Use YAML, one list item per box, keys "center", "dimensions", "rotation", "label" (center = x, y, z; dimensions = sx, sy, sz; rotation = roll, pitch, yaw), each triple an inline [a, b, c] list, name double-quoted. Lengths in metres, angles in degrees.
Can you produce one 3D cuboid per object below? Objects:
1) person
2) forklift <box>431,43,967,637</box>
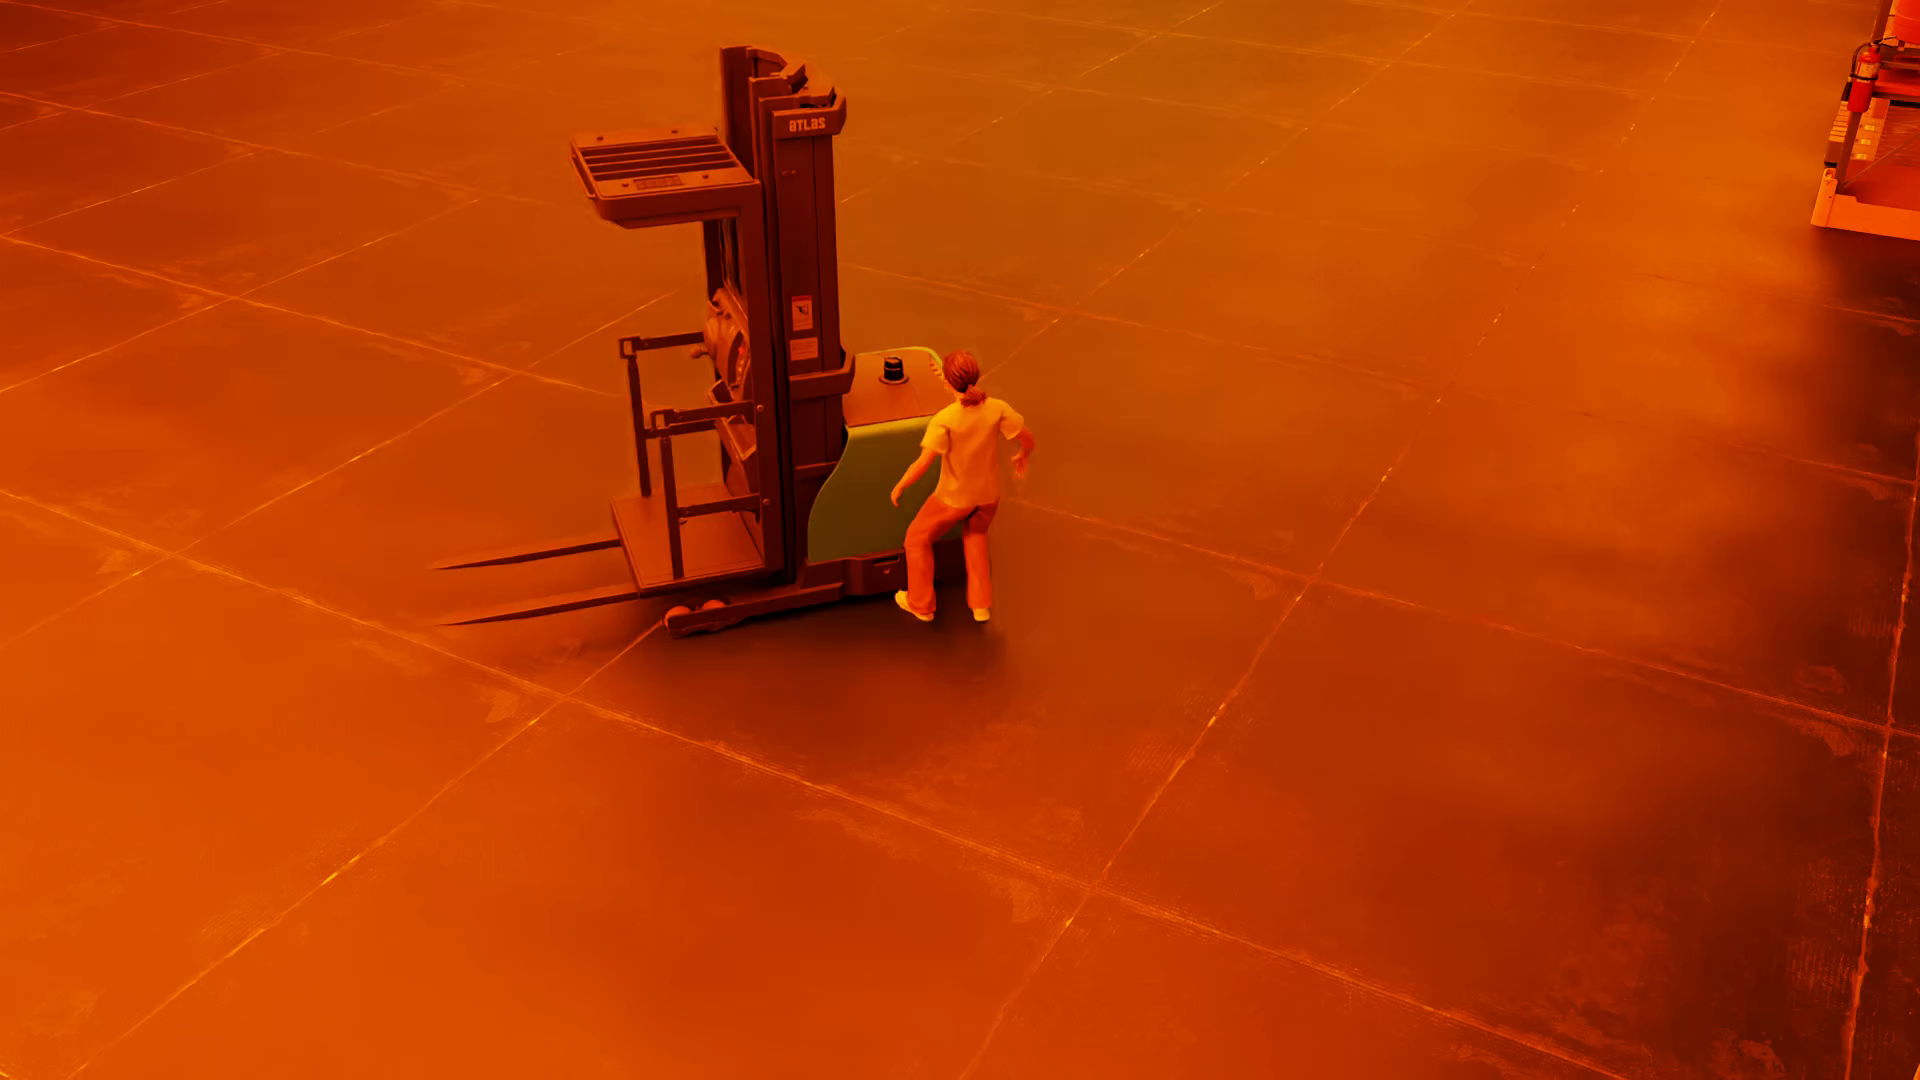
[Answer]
- center: [-0.020, -0.291, 8.915]
  dimensions: [0.800, 1.623, 0.533]
  rotation: [-13, 32, -21]
  label: "person"
- center: [-1.426, -1.036, 8.865]
  dimensions: [3.031, 2.935, 1.130]
  rotation: [-10, 31, -17]
  label: "forklift"
